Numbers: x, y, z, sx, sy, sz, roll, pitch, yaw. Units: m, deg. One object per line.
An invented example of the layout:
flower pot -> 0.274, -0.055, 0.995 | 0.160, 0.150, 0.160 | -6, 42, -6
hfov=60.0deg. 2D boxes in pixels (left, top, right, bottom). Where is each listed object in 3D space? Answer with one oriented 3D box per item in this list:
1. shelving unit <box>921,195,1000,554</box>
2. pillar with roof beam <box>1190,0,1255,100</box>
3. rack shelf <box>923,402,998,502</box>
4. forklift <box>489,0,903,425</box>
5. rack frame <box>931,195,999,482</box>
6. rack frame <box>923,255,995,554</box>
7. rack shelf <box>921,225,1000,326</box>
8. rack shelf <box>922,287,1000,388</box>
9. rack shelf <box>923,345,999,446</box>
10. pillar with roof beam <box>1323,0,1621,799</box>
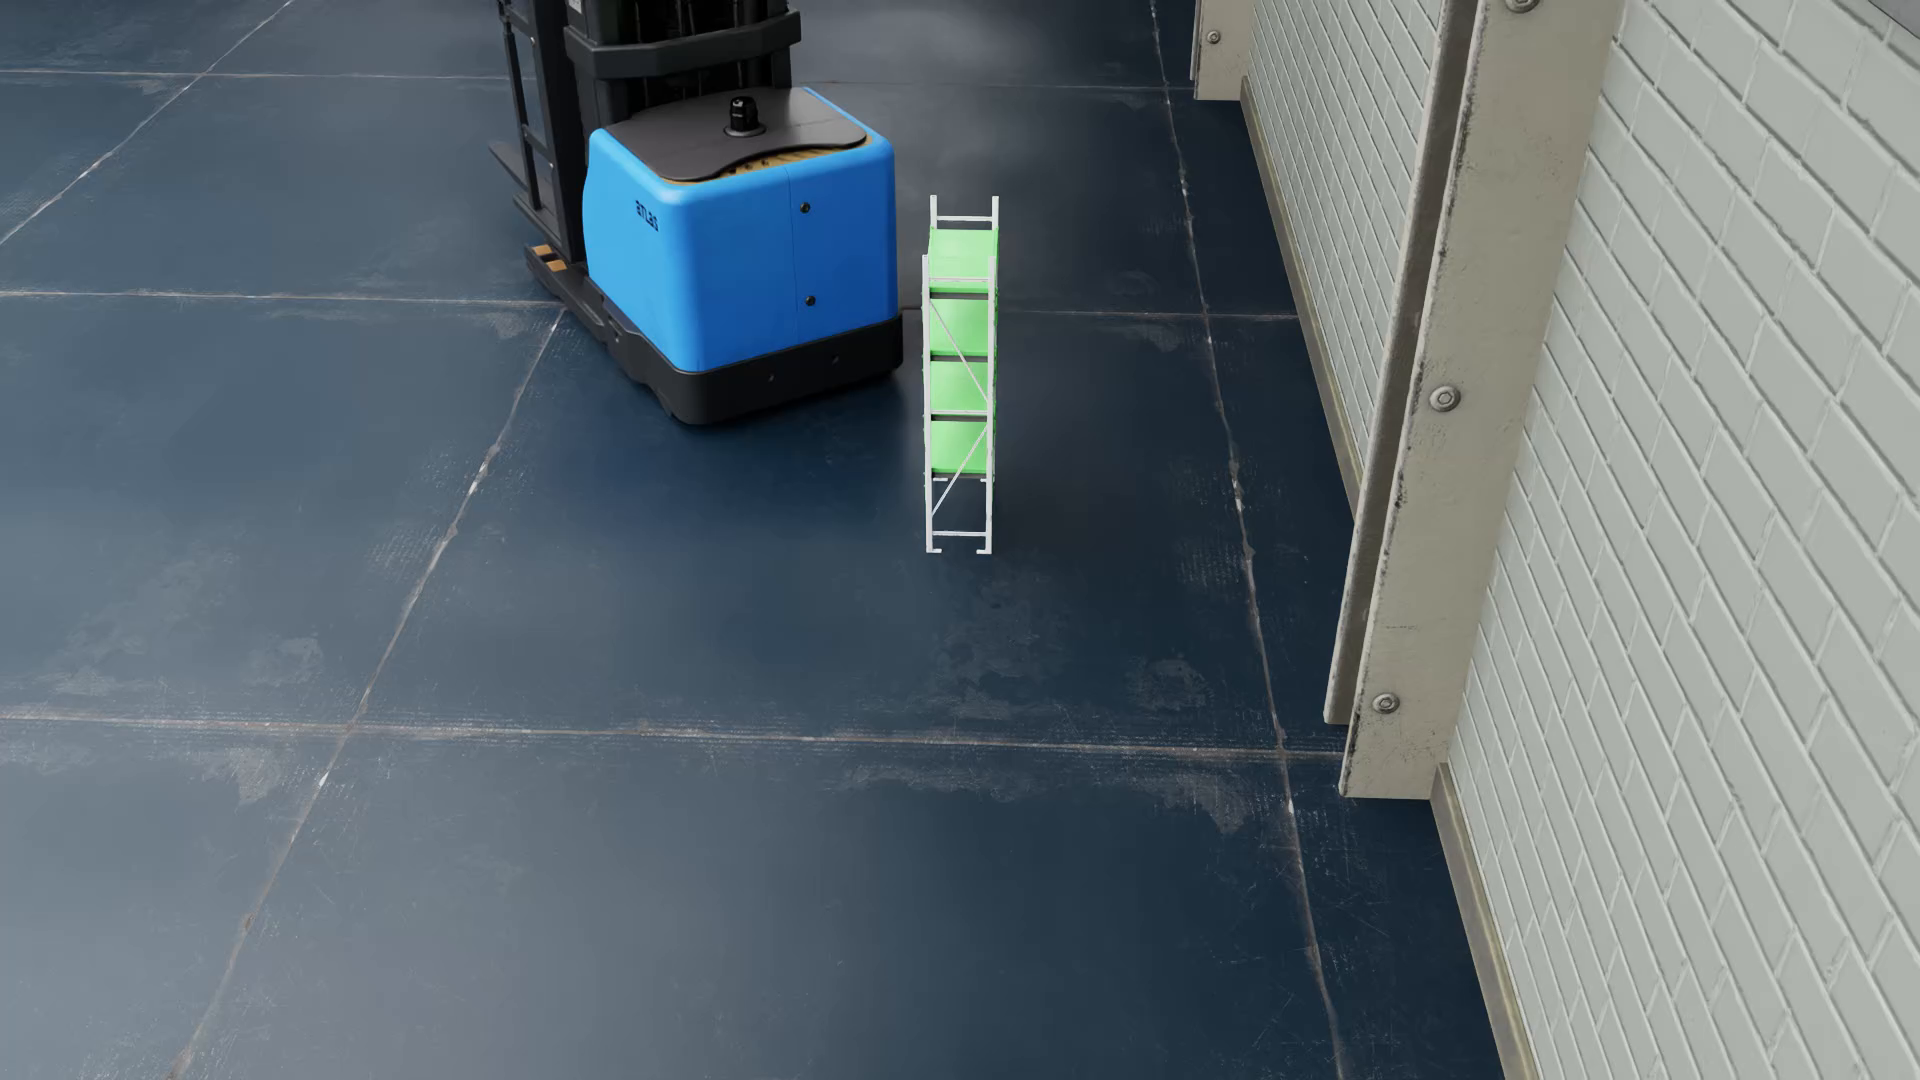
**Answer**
shelving unit -> 0.007, -0.586, 6.040 | 0.258, 1.200, 0.503 | 1, 35, 2
pillar with roof beam -> -2.725, -6.548, 7.741 | 9.100, 9.000, 0.400 | 1, 35, 2
rack shelf -> 0.007, -0.337, 6.215 | 0.258, 0.148, 0.480 | 1, 35, 2
forklift -> -1.441, -2.487, 7.240 | 1.130, 2.935, 3.031 | -19, 39, -25
rack frame -> 0.016, -0.726, 6.240 | 0.240, 1.200, 0.015 | 1, 35, 2
rack frame -> -0.003, -0.446, 5.841 | 0.240, 1.200, 0.015 | 1, 35, 2
rack shelf -> 0.007, -0.926, 5.801 | 0.258, 0.148, 0.480 | 1, 35, 2
rack shelf -> 0.007, -0.730, 5.939 | 0.258, 0.148, 0.480 | 1, 35, 2
rack shelf -> 0.007, -0.534, 6.077 | 0.258, 0.148, 0.480 | 1, 35, 2
pillar with roof beam -> -2.966, -3.101, 2.836 | 9.100, 9.000, 0.400 | 1, 35, 2
